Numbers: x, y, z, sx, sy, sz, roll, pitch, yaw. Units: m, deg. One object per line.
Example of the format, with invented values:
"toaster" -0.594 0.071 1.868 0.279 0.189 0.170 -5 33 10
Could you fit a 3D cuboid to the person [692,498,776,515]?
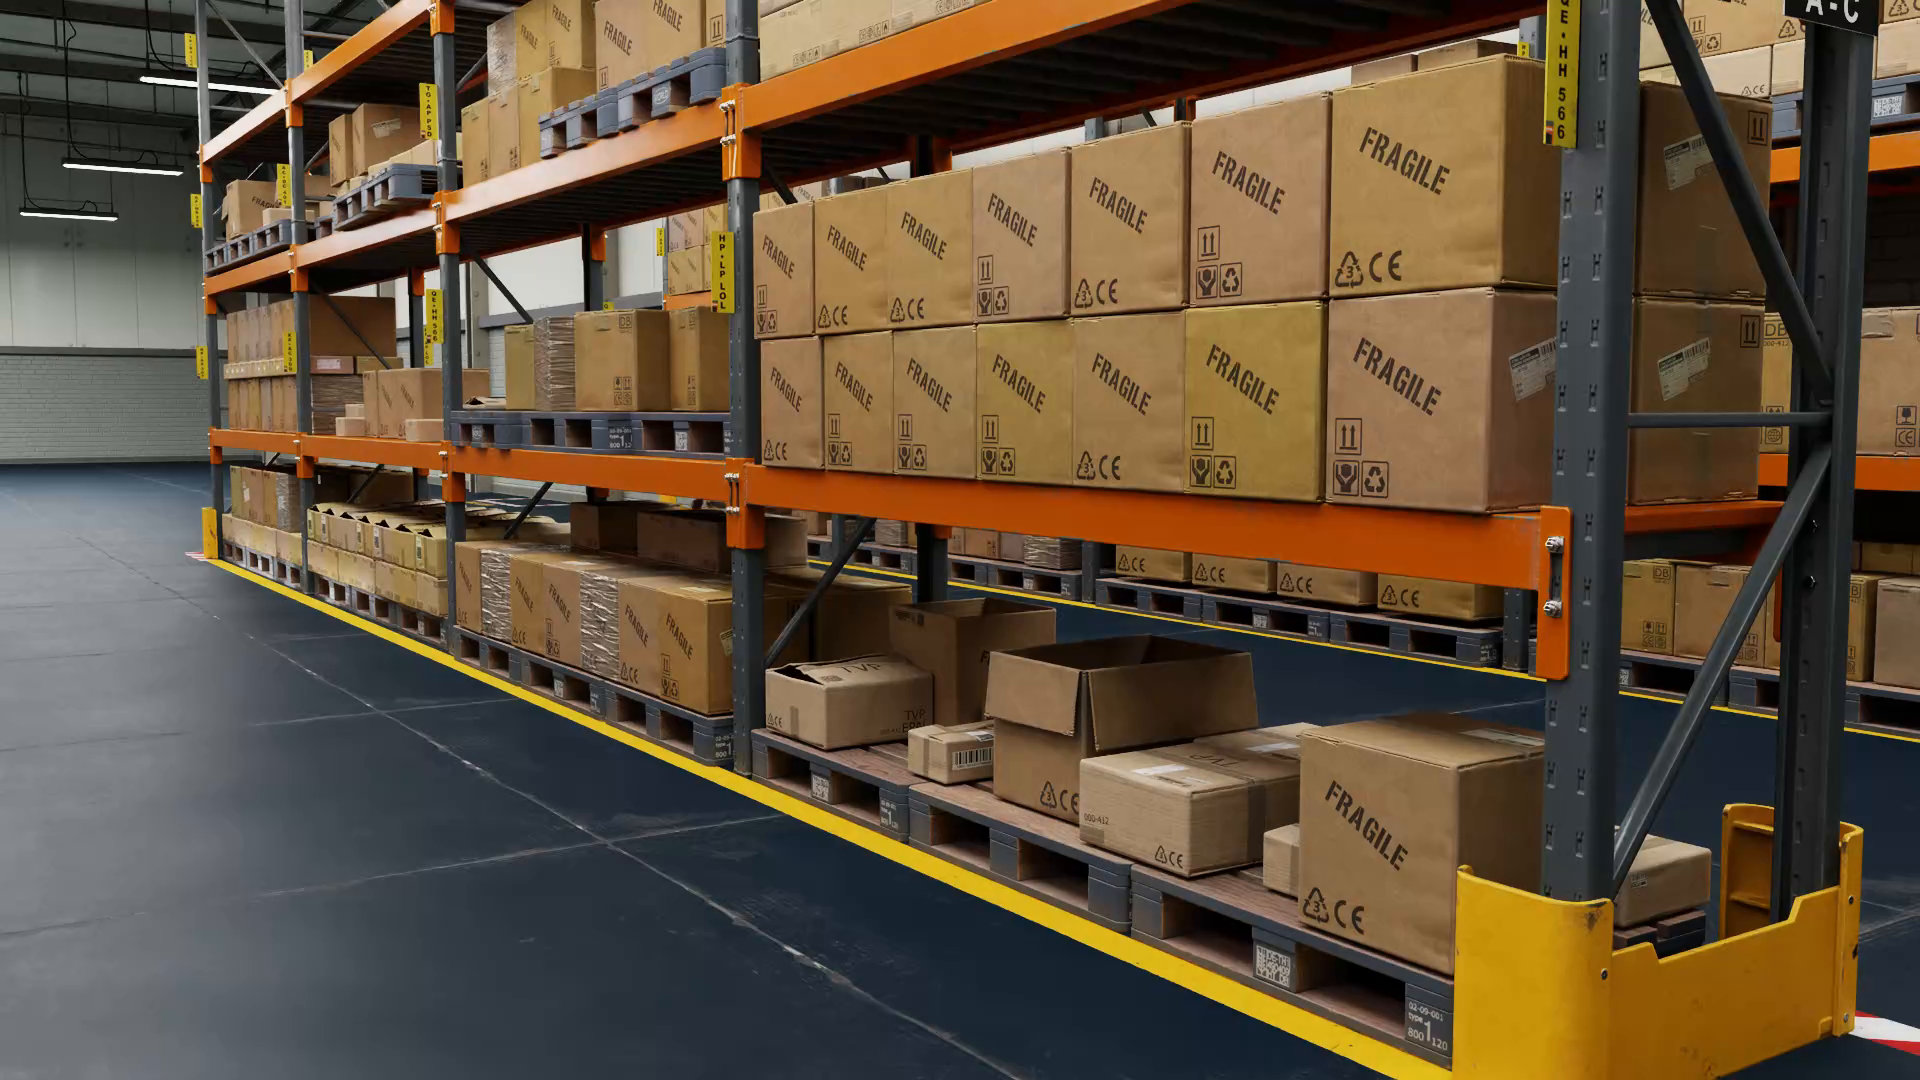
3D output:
"person" -1.541 -0.288 11.487 0.579 1.749 0.706 -3 6 -33
